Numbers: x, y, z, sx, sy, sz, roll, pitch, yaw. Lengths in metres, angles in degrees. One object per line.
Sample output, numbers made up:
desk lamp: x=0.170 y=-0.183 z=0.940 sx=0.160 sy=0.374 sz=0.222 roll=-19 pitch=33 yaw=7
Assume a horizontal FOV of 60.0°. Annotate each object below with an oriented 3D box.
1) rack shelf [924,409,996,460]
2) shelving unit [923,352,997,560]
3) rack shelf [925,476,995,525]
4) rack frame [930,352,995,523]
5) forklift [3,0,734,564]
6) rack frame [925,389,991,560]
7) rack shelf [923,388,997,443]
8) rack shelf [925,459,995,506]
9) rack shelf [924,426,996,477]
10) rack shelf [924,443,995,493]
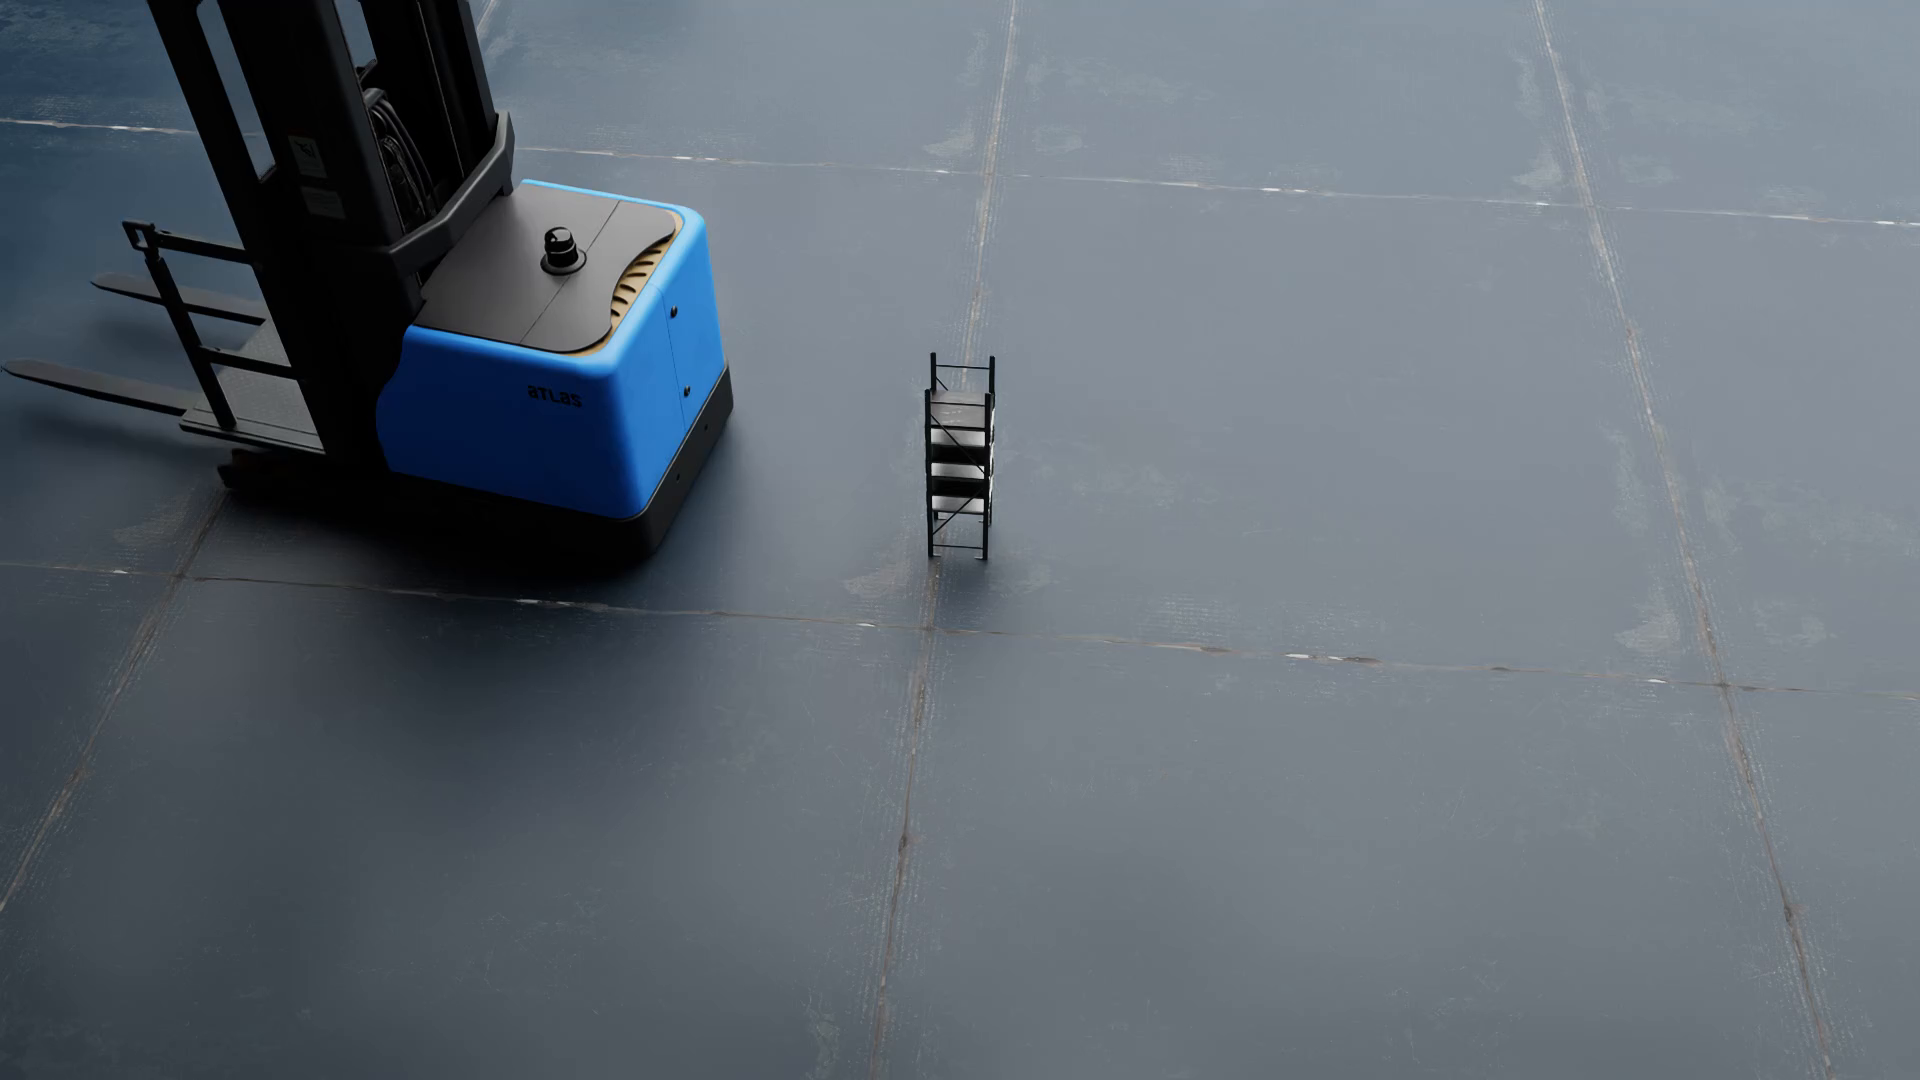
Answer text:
rack shelf: x=0.001 y=-0.409 z=6.315 sx=0.258 sy=0.077 sz=0.200 roll=4 pitch=48 yaw=4
shelving unit: x=0.001 y=-0.310 z=6.423 sx=0.258 sy=0.900 sz=0.210 roll=4 pitch=48 yaw=4
rack shelf: x=0.001 y=-0.166 z=6.581 sx=0.258 sy=0.077 sz=0.200 roll=4 pitch=48 yaw=4
rack frame: x=0.010 y=-0.384 z=6.492 sx=0.240 sy=0.900 sz=0.006 roll=4 pitch=48 yaw=4
forklift: x=-2.553 y=-1.507 z=6.142 sx=3.031 sy=2.935 sz=1.130 roll=12 pitch=49 yaw=11
rack frame: x=-0.009 y=-0.235 z=6.355 sx=0.240 sy=0.900 sz=0.006 roll=4 pitch=48 yaw=4
rack shelf: x=0.001 y=-0.469 z=6.249 sx=0.258 sy=0.077 sz=0.200 roll=4 pitch=48 yaw=4
rack shelf: x=0.001 y=-0.226 z=6.514 sx=0.258 sy=0.077 sz=0.200 roll=4 pitch=48 yaw=4
rack shelf: x=0.001 y=-0.348 z=6.382 sx=0.258 sy=0.077 sz=0.200 roll=4 pitch=48 yaw=4
rack shelf: x=0.001 y=-0.287 z=6.448 sx=0.258 sy=0.077 sz=0.200 roll=4 pitch=48 yaw=4
